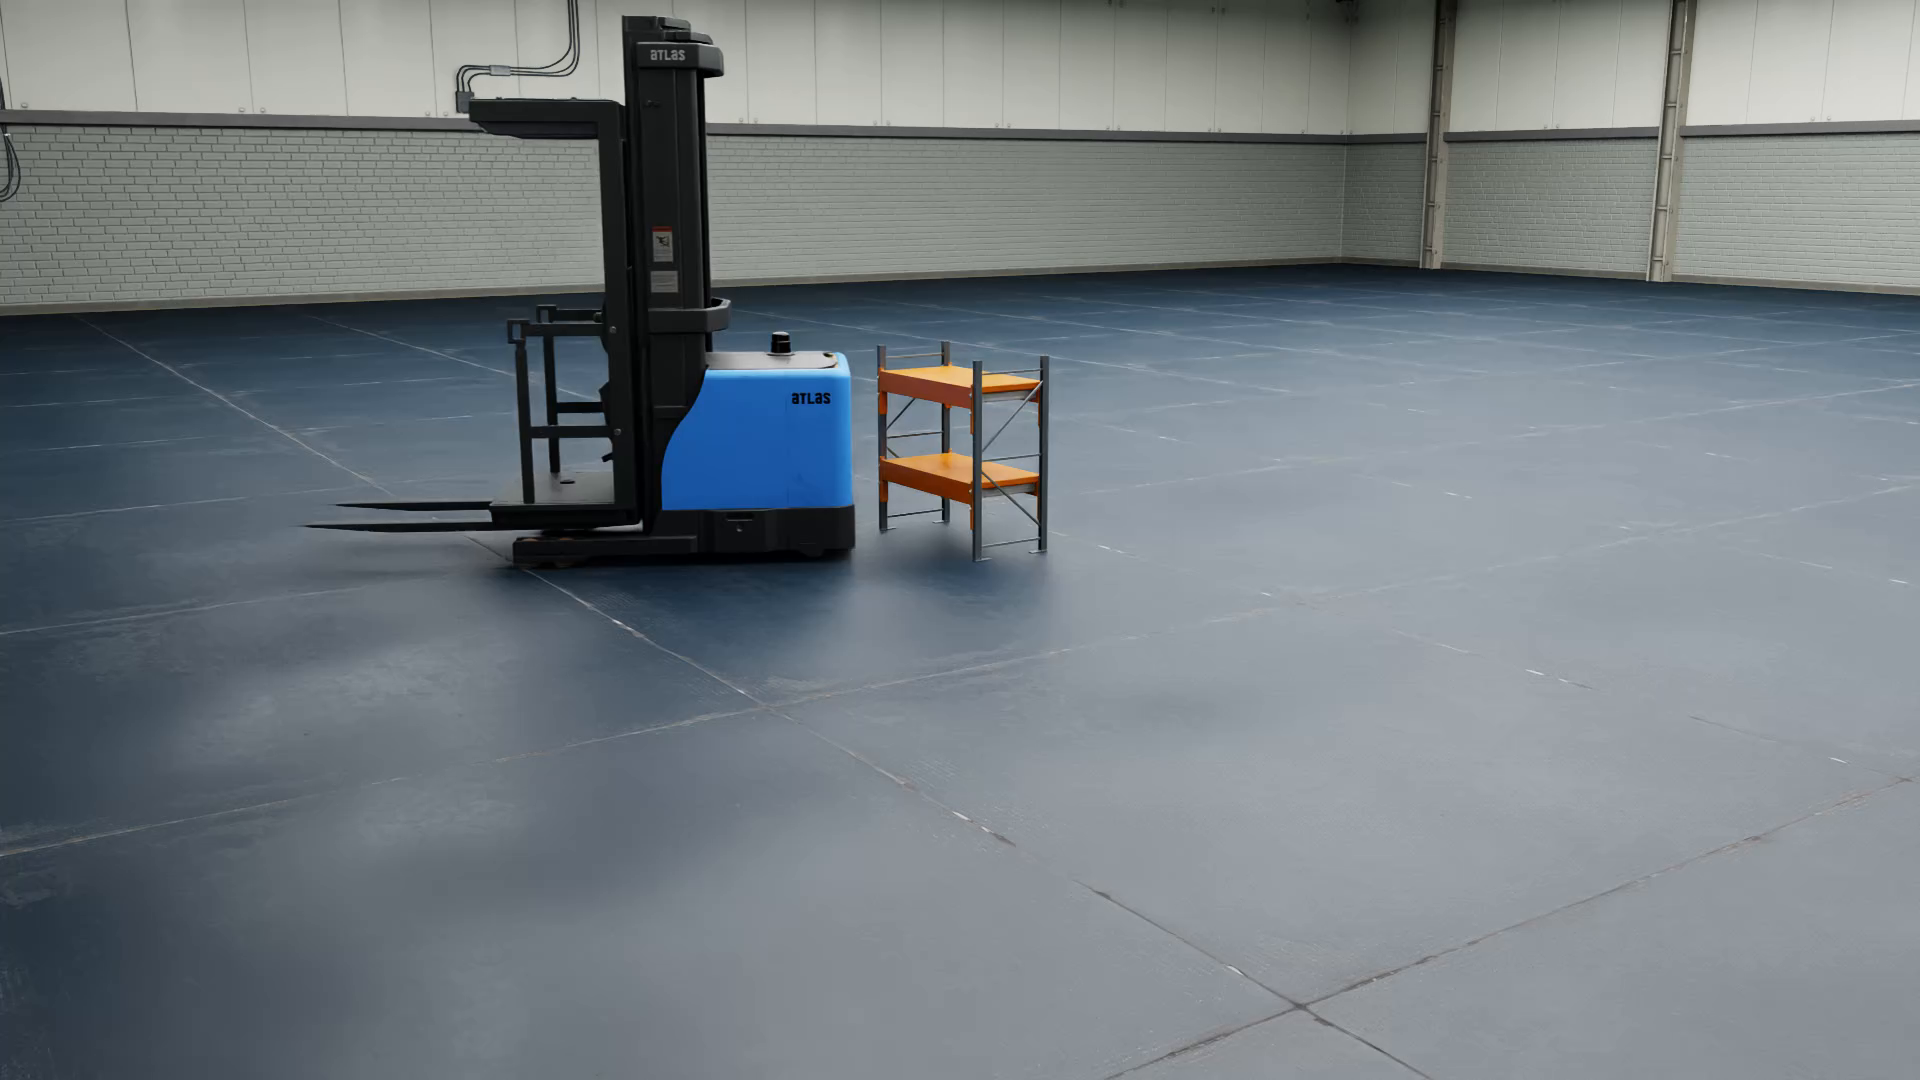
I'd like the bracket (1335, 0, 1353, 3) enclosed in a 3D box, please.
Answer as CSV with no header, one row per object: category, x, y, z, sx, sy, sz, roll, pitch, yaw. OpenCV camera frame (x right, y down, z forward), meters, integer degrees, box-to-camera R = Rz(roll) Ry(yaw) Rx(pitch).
bracket,9.214,-12.999,39.816,0.235,0.232,0.430,-8,15,-33

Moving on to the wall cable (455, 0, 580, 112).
wall cable,-7.790,-10.522,28.952,2.305,6.003,0.169,-8,15,-33

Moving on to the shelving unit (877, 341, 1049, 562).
shelving unit,0.004,-0.548,9.736,0.538,1.125,1.048,-8,15,-33

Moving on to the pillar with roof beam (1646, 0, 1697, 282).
pillar with roof beam,10.793,-9.211,30.918,9.100,9.000,0.400,-8,15,-33

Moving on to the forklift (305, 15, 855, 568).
forklift,-2.140,-1.393,9.373,3.031,2.935,1.130,-1,12,-5

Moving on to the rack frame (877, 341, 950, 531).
rack frame,-0.278,-0.639,10.150,0.500,1.125,0.032,-8,15,-33

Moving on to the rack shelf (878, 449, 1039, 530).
rack shelf,0.004,-0.309,9.788,0.538,0.278,1.000,-8,15,-33

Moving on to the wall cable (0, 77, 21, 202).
wall cable,-15.702,-6.223,24.522,3.097,2.526,0.112,-8,15,-33

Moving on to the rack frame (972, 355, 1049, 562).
rack frame,0.285,-0.458,9.323,0.500,1.125,0.032,-8,15,-33

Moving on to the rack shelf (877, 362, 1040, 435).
rack shelf,0.004,-0.834,9.674,0.538,0.278,1.000,-8,15,-33

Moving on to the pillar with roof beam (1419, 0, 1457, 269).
pillar with roof beam,7.469,-10.278,35.798,9.100,9.000,0.548,-8,15,-33
